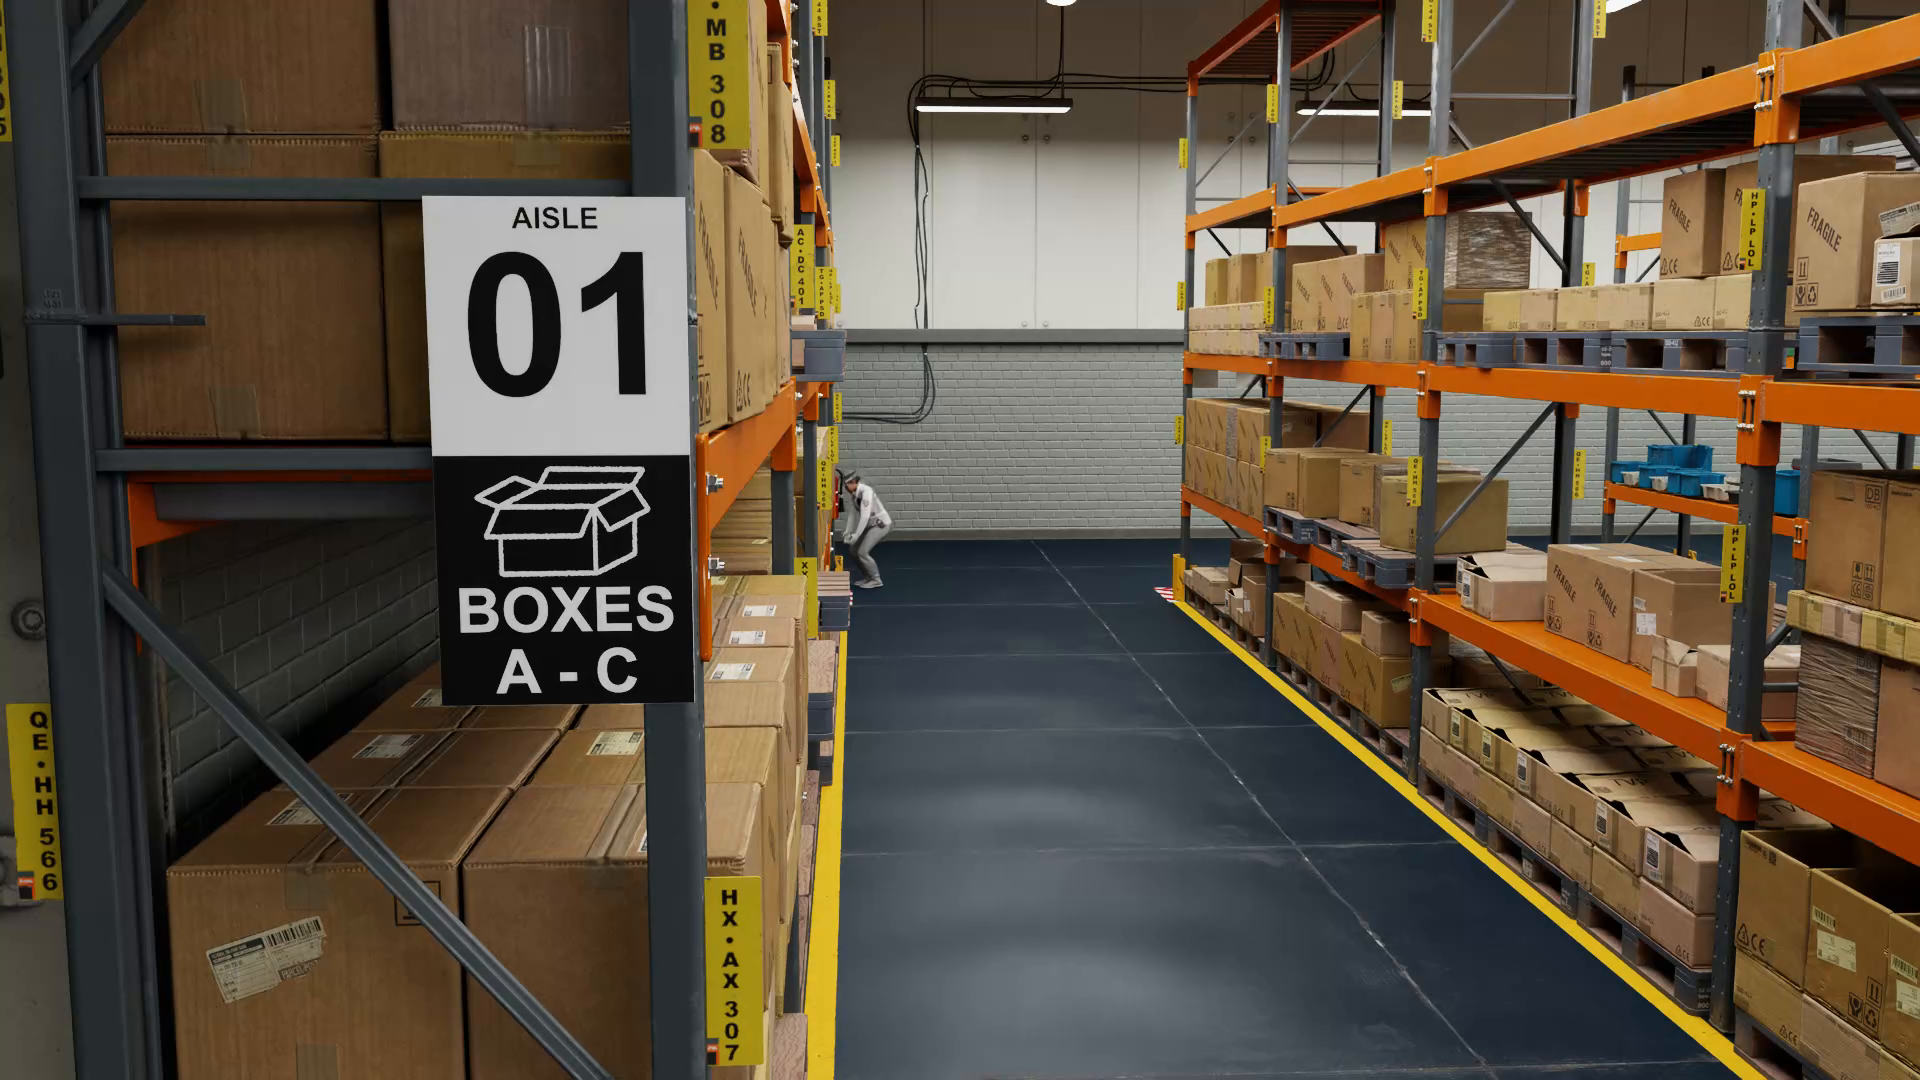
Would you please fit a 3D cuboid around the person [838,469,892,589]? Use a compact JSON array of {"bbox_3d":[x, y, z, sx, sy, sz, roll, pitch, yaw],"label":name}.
[{"bbox_3d":[-1.149,-0.137,19.884,0.674,1.429,0.534,-3,7,-21],"label":"person"}]
